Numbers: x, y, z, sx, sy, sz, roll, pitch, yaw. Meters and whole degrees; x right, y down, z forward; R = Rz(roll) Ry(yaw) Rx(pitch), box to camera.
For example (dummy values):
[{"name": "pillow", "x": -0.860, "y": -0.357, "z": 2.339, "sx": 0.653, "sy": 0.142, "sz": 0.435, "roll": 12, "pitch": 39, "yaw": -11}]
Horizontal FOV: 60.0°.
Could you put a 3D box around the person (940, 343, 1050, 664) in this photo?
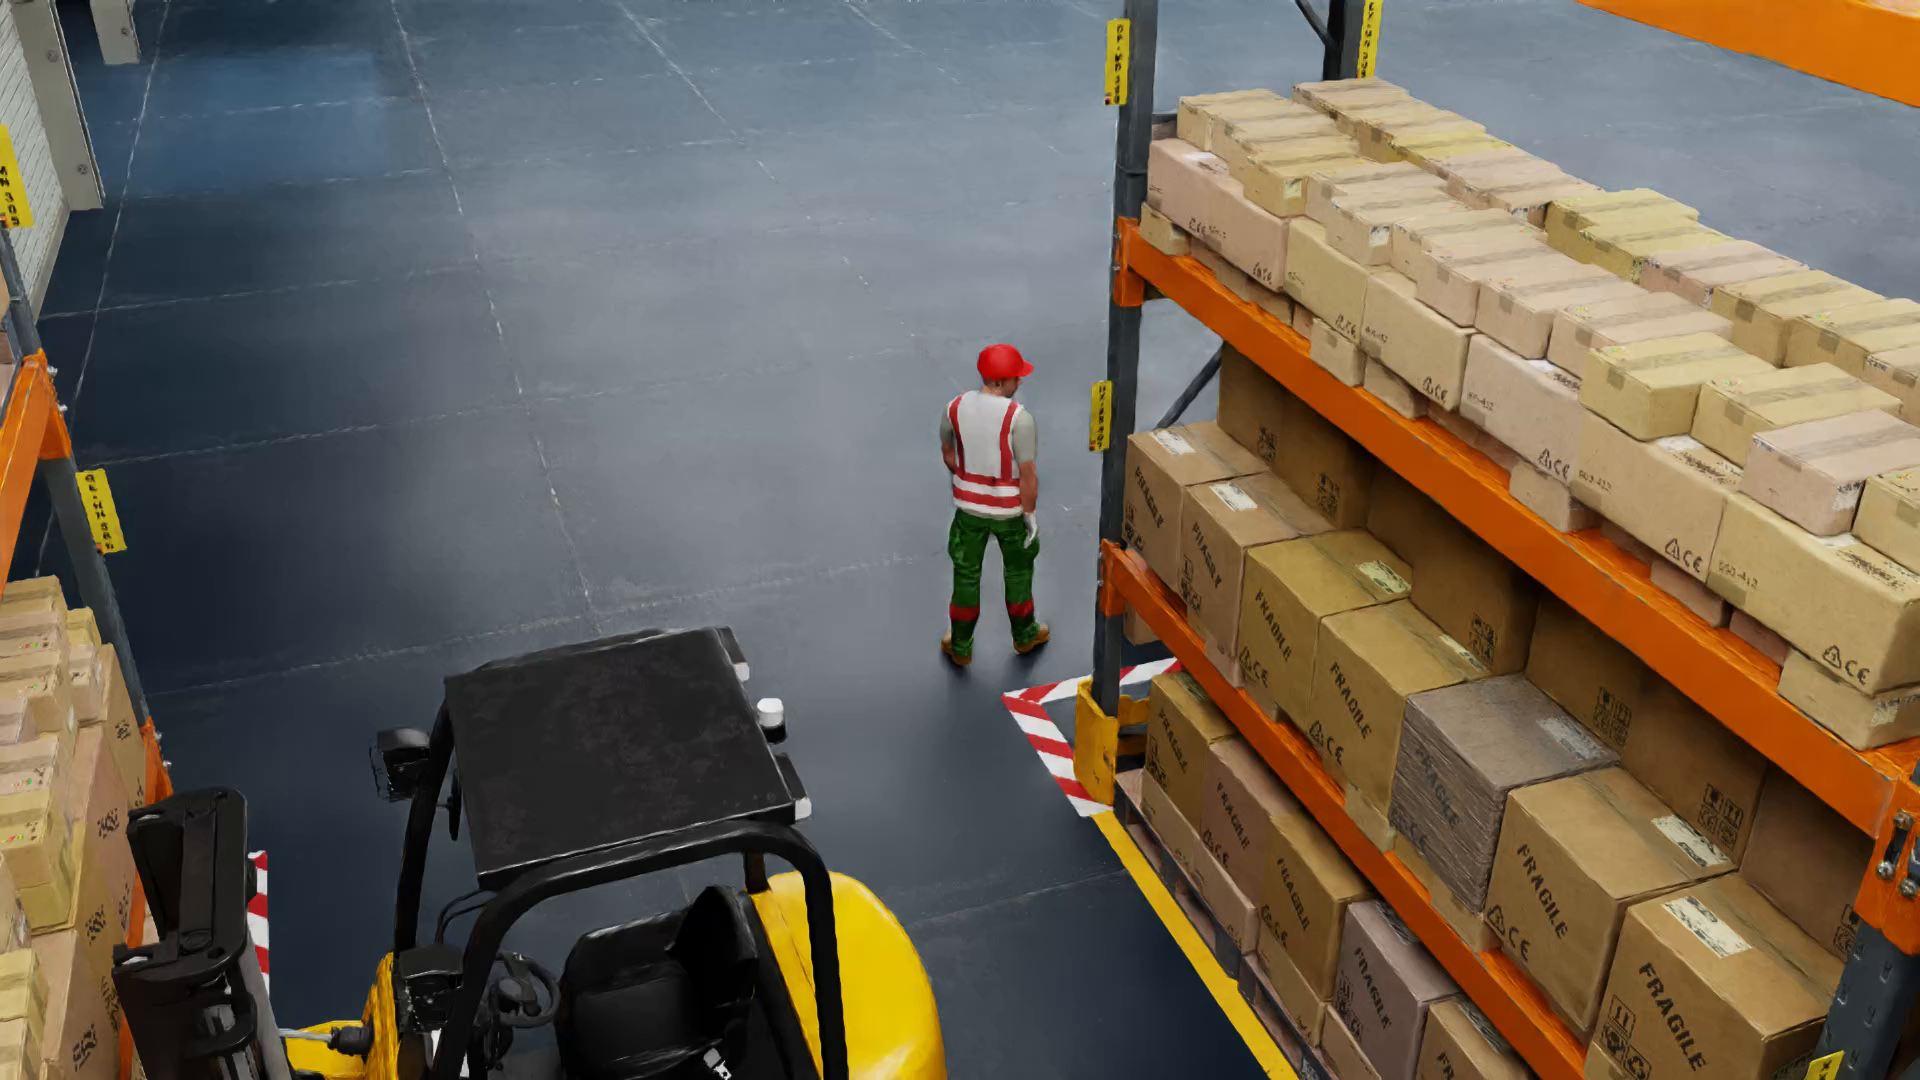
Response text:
[{"name": "person", "x": 0.173, "y": -0.201, "z": 8.631, "sx": 0.566, "sy": 1.793, "sz": 0.531, "roll": 10, "pitch": 31, "yaw": 17}]
